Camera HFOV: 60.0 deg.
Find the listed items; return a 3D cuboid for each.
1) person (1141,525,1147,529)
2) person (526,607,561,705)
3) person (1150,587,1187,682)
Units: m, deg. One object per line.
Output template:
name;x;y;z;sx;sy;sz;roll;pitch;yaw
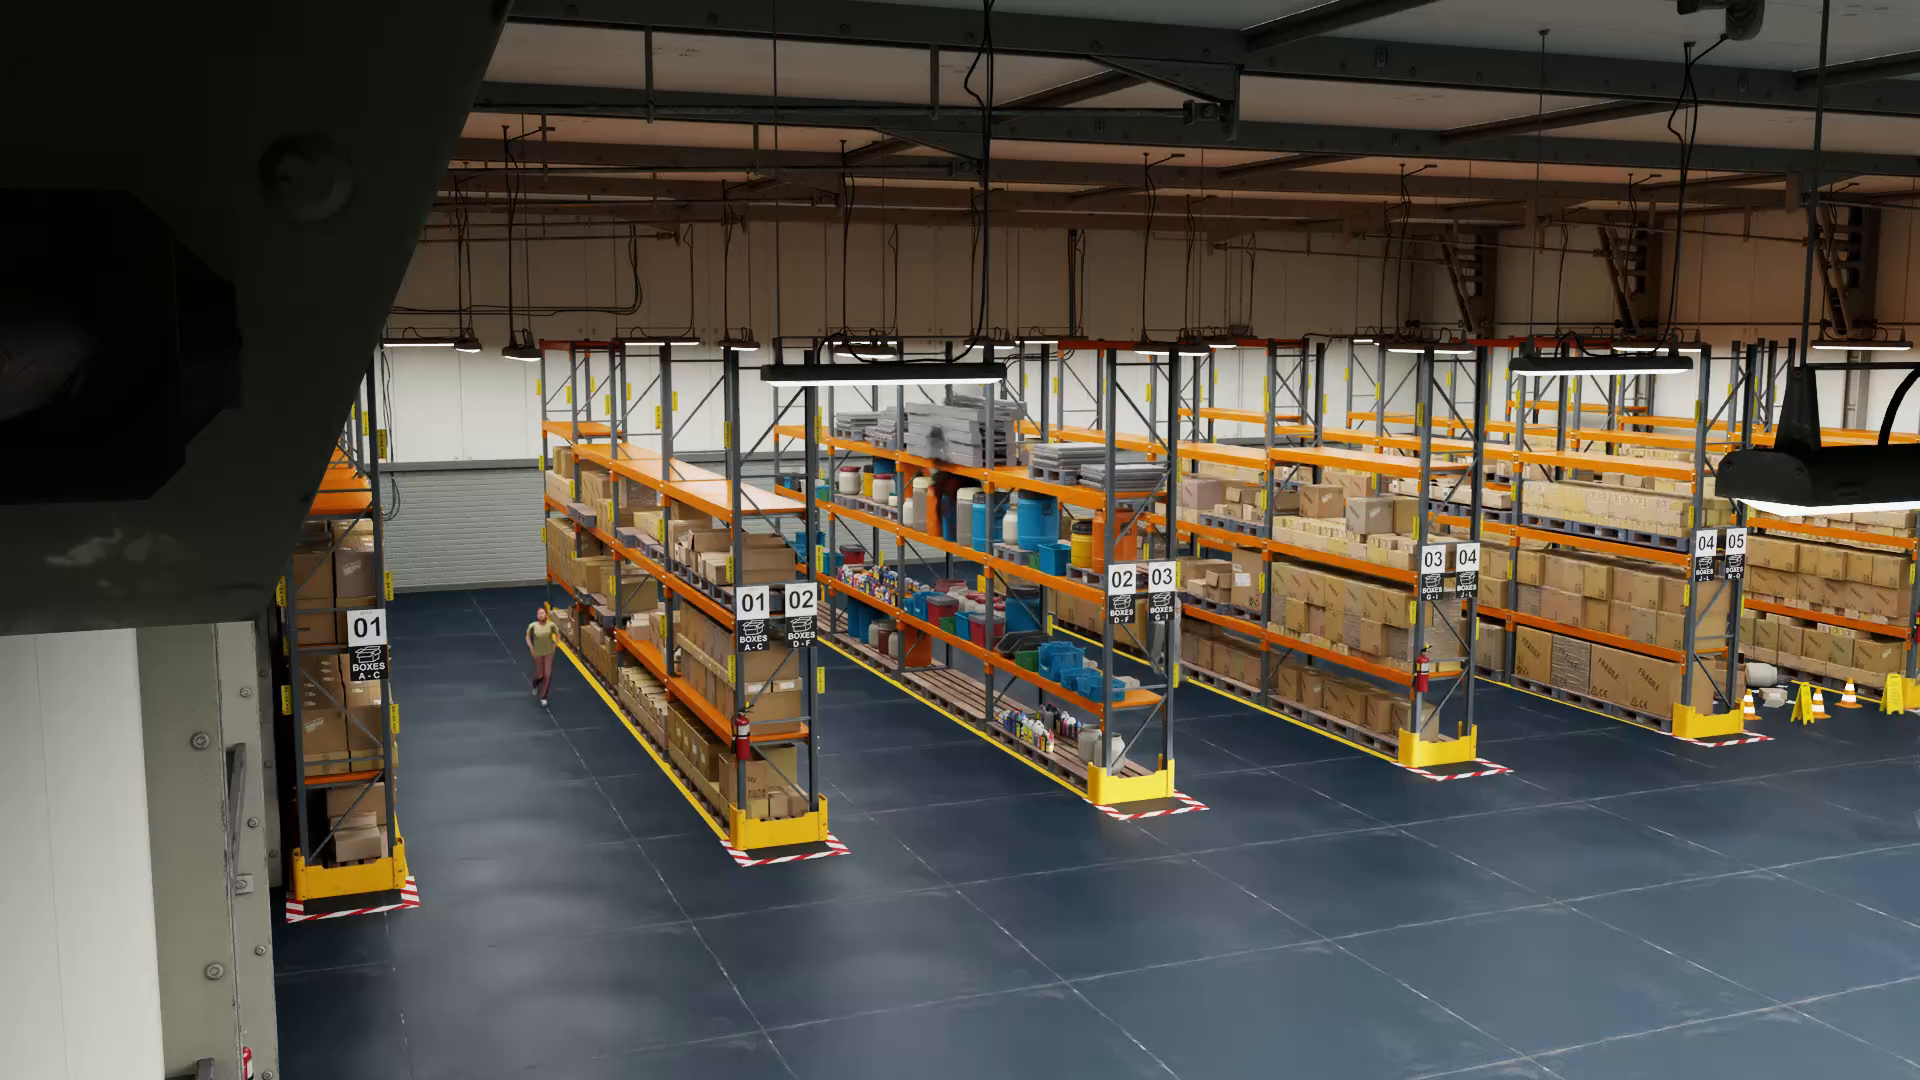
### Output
person;4.256;0.447;39.290;0.543;1.613;0.766;-2;8;-14
person;-6.962;1.918;27.840;0.574;1.639;0.585;-2;8;-18
person;3.551;1.461;28.404;0.639;1.850;0.790;-4;8;-26
